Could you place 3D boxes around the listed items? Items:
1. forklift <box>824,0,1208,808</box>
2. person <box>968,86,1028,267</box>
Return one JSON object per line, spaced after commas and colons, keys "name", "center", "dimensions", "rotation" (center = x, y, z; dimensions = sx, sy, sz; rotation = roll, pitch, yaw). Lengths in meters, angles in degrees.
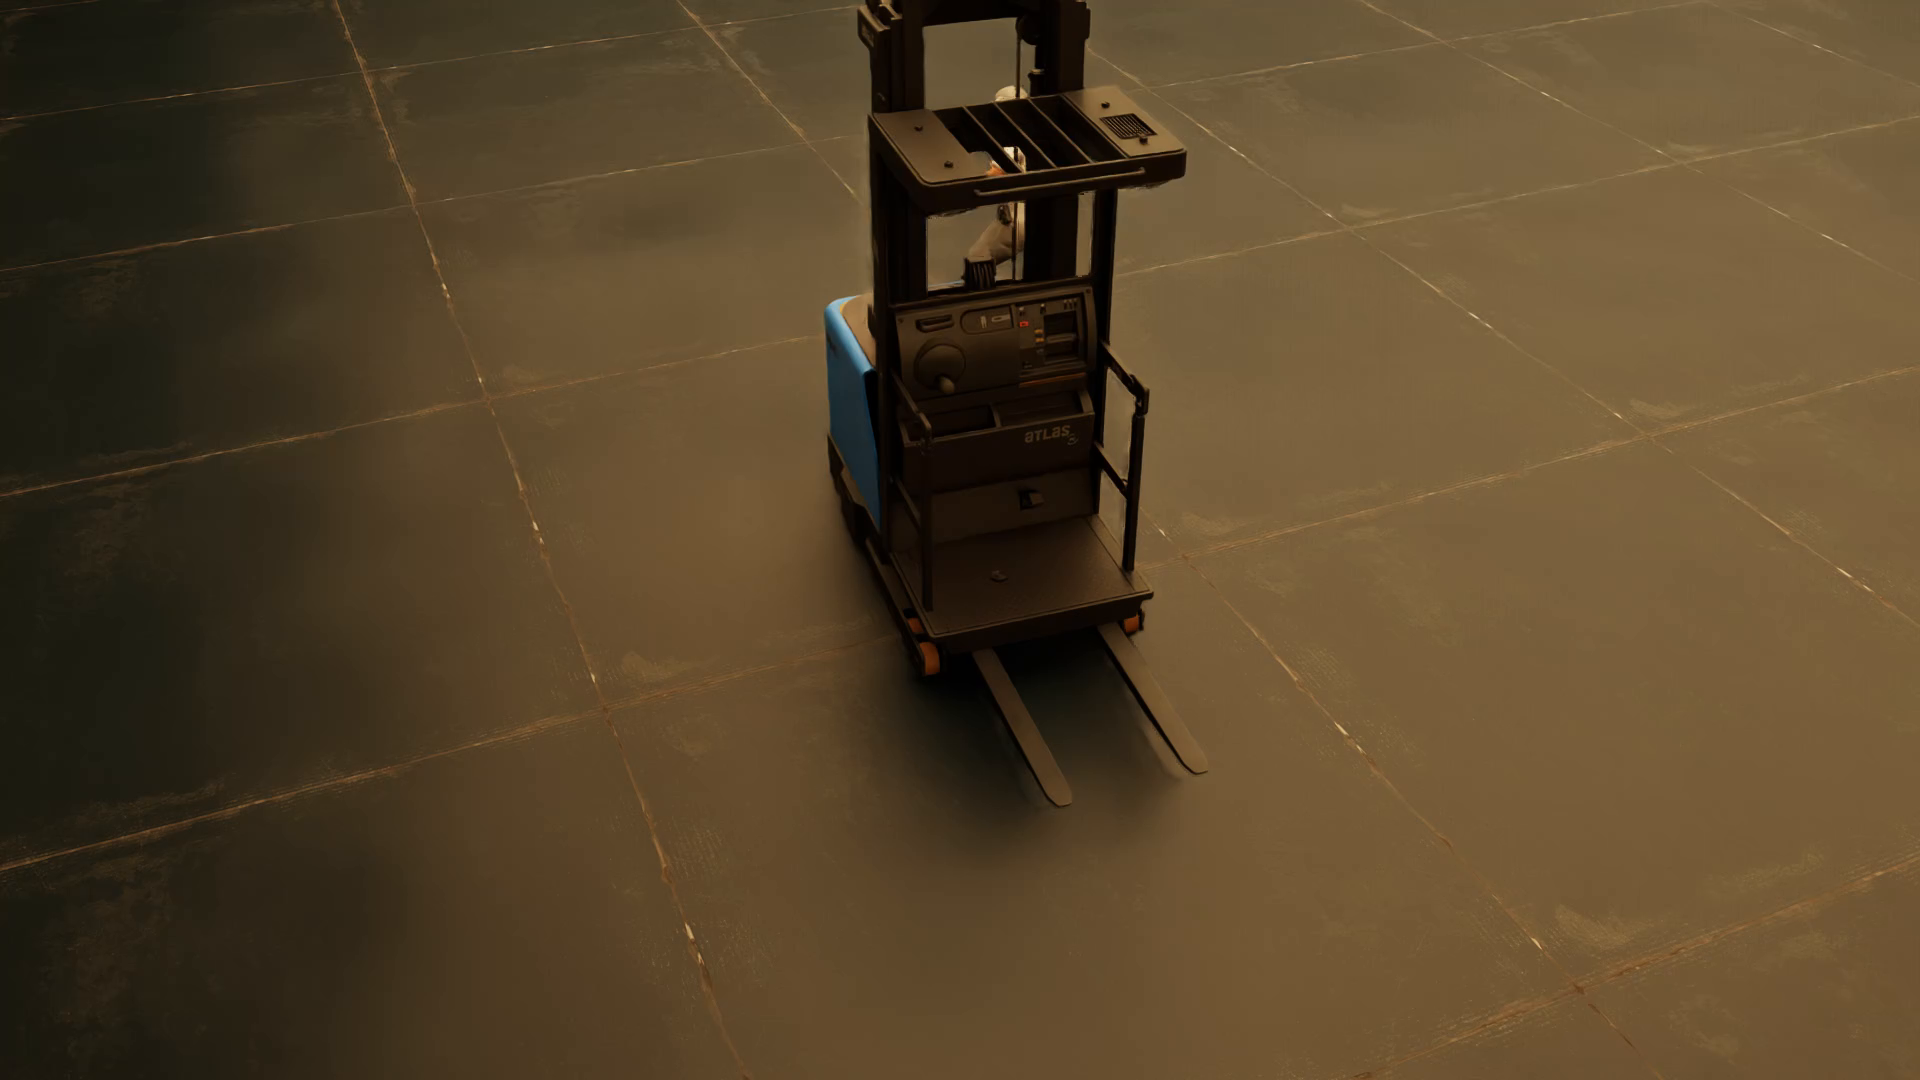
{"name": "forklift", "center": [0.236, -0.826, 7.260], "dimensions": [1.130, 2.935, 3.031], "rotation": [-11, 37, -15]}
{"name": "person", "center": [0.435, -1.981, 10.225], "dimensions": [1.027, 1.625, 0.538], "rotation": [-28, 44, -34]}
